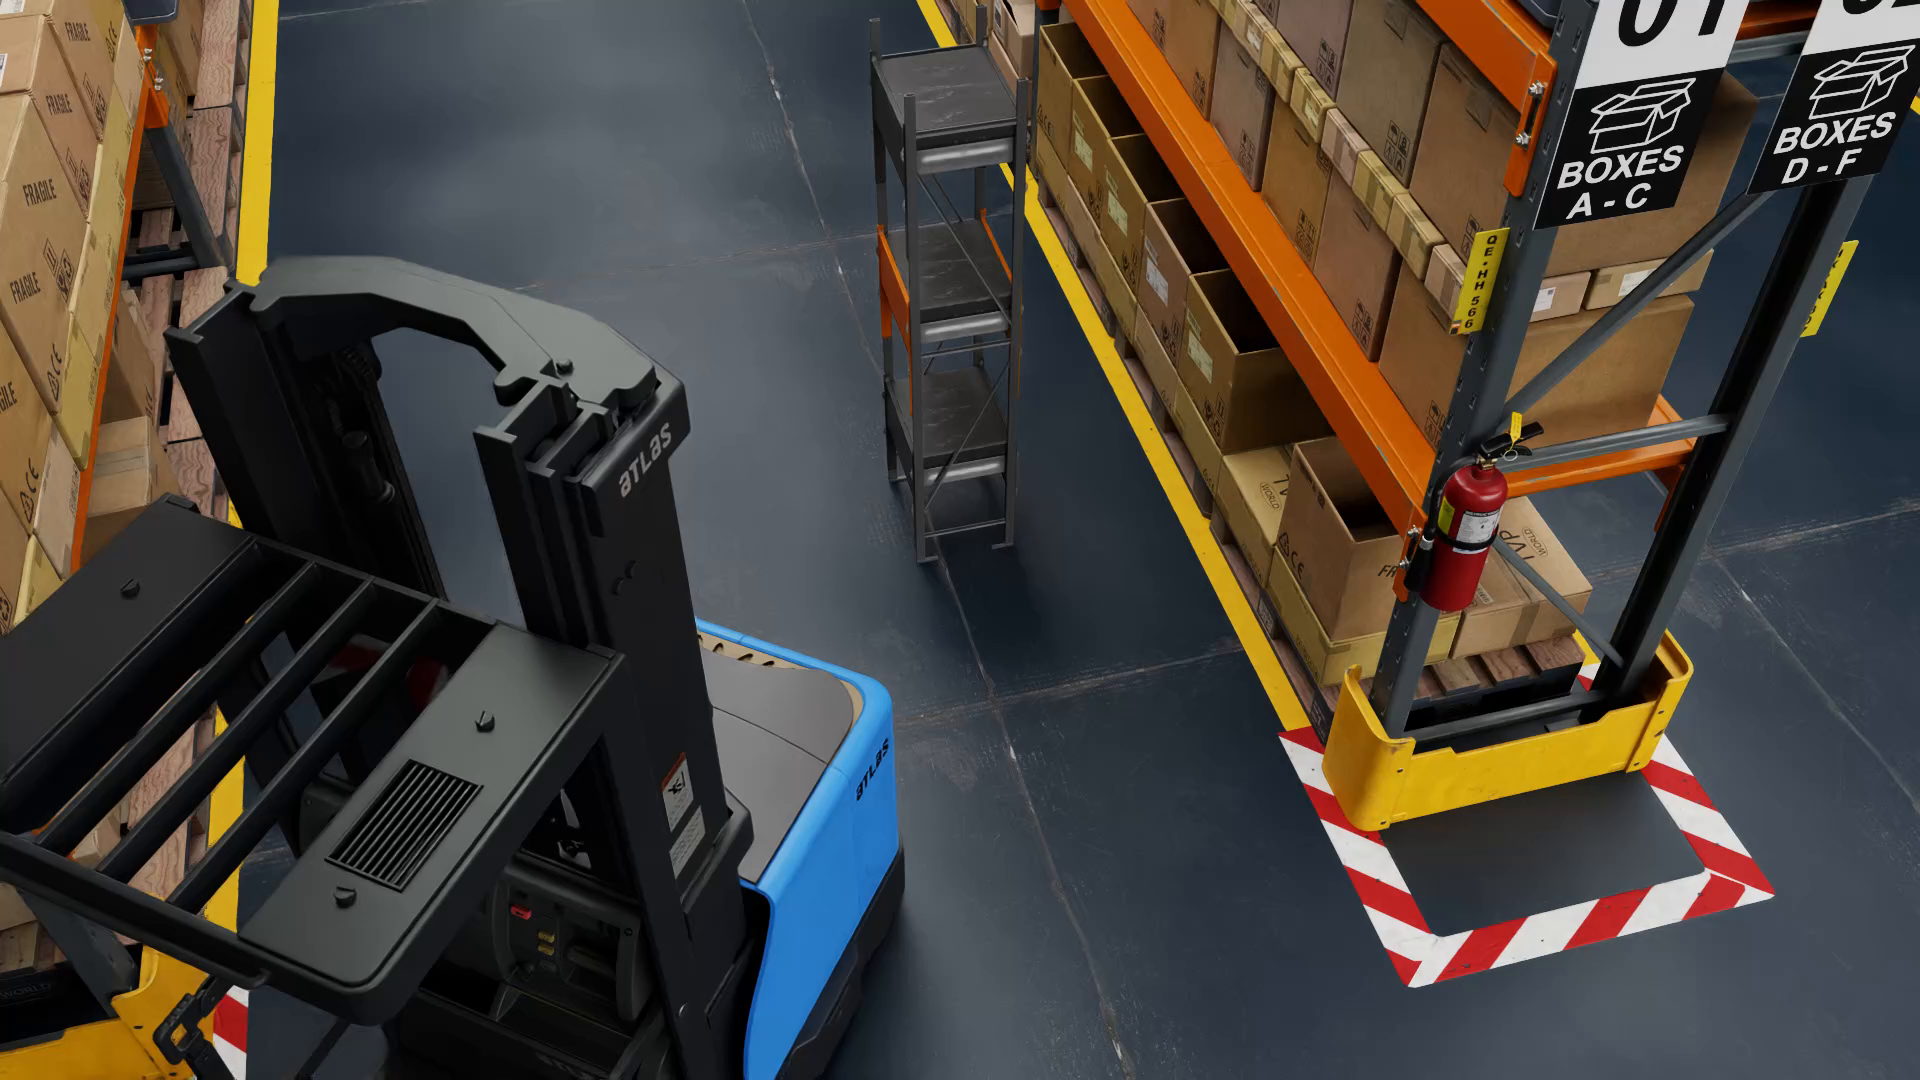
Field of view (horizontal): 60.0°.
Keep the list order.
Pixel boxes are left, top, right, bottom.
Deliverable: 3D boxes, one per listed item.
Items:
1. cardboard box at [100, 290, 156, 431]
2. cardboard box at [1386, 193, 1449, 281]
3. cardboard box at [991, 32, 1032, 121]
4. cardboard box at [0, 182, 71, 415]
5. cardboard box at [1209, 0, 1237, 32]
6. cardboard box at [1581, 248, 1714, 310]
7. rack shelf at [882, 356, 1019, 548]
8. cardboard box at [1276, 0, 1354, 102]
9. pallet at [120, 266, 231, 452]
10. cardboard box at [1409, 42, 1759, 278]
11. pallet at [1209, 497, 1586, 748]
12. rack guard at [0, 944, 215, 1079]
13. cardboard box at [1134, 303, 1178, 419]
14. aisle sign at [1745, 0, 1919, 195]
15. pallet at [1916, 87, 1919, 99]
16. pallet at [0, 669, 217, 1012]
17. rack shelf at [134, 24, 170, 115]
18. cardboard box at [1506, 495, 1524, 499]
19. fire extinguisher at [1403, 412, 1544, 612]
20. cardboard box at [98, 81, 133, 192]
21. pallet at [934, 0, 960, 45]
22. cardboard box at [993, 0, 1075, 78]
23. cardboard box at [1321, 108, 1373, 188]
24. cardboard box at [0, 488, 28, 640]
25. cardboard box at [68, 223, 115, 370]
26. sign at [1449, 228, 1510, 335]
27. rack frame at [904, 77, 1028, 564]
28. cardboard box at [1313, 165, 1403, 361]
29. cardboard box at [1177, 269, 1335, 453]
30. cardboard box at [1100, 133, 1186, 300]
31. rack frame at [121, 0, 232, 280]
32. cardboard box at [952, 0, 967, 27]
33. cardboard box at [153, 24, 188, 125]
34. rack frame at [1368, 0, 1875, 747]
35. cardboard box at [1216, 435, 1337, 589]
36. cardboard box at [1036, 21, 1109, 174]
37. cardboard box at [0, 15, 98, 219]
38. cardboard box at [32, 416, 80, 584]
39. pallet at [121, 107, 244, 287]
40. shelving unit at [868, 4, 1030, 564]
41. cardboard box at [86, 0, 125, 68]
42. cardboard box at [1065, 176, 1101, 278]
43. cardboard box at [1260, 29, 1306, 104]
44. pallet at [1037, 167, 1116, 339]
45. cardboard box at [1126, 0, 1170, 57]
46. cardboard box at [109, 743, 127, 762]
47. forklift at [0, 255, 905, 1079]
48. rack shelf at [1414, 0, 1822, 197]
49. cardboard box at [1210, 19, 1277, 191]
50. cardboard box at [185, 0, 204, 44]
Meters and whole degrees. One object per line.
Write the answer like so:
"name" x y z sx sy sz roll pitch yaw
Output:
"cardboard box" -3.625 -0.695 6.773 0.500 0.500 0.500 -14 47 -13
"cardboard box" 1.532 -0.943 5.050 0.380 0.149 0.250 -10 46 -9
"cardboard box" 0.472 -2.451 8.683 0.500 0.250 0.500 -11 47 -11
"cardboard box" -2.980 -0.666 4.868 0.500 0.500 0.500 -12 47 -12
"cardboard box" 1.140 -2.006 6.091 0.380 0.149 0.250 -11 47 -11
"cardboard box" 1.990 -0.844 4.953 0.380 0.149 0.250 -11 47 -11
"rack shelf" -0.042 -0.350 6.622 0.431 0.518 0.480 -11 47 -10
"cardboard box" 1.492 -1.832 5.467 0.700 0.500 0.500 -11 47 -10
"pallet" -3.723 -0.692 7.280 1.003 0.211 1.213 -11 47 -10
"cardboard box" 1.761 -1.122 4.771 0.700 0.500 0.500 -11 47 -10
"pallet" 1.646 0.184 6.422 1.003 0.211 1.213 -11 47 -10
"rack guard" -2.925 1.459 4.970 1.175 0.500 0.348 -11 47 -10
"cardboard box" 1.064 -0.806 7.071 0.500 0.250 0.500 -11 47 -10
"aisle sign" 2.195 -1.192 3.998 0.394 0.787 0.004 -11 47 -10
"pallet" 5.779 -2.489 9.042 1.003 0.211 1.213 -11 47 -10
"pallet" -3.099 0.993 5.629 1.003 0.211 1.213 -11 47 -10
"rack shelf" -4.442 -3.254 8.342 1.077 0.370 4.000 -11 47 -10
"cardboard box" 1.828 -0.212 6.488 0.500 0.250 0.500 -11 47 -10
"fire extinguisher" 1.463 -0.078 4.780 0.296 0.674 0.183 -11 47 -10
"cardboard box" -3.396 -1.462 6.174 0.500 0.250 0.500 -11 47 -10
"pallet" 0.316 -3.403 9.937 1.003 0.211 1.213 -11 47 -10
"cardboard box" 0.477 -2.641 8.477 0.500 0.311 0.500 -11 47 -10
"cardboard box" 1.404 -1.294 5.393 0.380 0.149 0.250 -10 46 -10
"cardboard box" -2.737 0.035 4.181 0.500 0.500 0.500 -11 47 -10
"cardboard box" -3.122 -0.771 5.496 0.500 0.250 0.500 -10 46 -10
"sign" 1.354 -0.670 4.330 0.100 0.325 0.005 -11 47 -10
"rack frame" 0.020 -0.681 5.947 0.400 2.100 0.015 -11 47 -10
"cardboard box" 1.636 -0.993 5.553 0.700 0.500 0.500 -10 46 -9
"cardboard box" 1.187 -0.722 6.464 0.500 0.500 0.500 -11 47 -10
"cardboard box" 0.930 -1.413 7.140 0.500 0.500 0.500 -11 47 -10
"rack frame" -3.930 -2.125 6.732 1.000 3.000 0.127 -11 47 -10
"cardboard box" 0.213 -3.154 9.372 0.500 0.250 0.500 -10 46 -9
"cardboard box" -4.315 -2.257 8.304 0.700 0.500 0.500 -12 47 -11
"rack frame" 1.882 -0.272 4.916 1.000 3.000 0.127 -11 47 -10
"cardboard box" 1.320 -0.115 6.394 0.500 0.250 0.500 -11 47 -10
"cardboard box" 0.674 -2.103 7.817 0.500 0.500 0.500 -11 47 -10
"cardboard box" -3.258 -1.379 5.567 0.500 0.500 0.500 -12 47 -11
"cardboard box" -2.870 -0.069 4.808 0.500 0.250 0.500 -12 47 -12
"pallet" -4.130 -1.686 8.255 1.003 0.211 1.213 -11 47 -10
"shelving unit" -0.042 -0.849 6.112 0.431 2.100 0.503 -11 47 -10
"cardboard box" -3.510 -2.072 6.246 0.500 0.500 0.500 -11 47 -10
"cardboard box" 0.807 -1.496 7.747 0.500 0.250 0.500 -11 47 -10
"cardboard box" 1.267 -1.656 5.749 0.380 0.149 0.250 -10 46 -9
"pallet" 1.021 -1.501 8.073 1.003 0.211 1.213 -11 47 -10
"cardboard box" 1.119 -2.400 6.932 0.700 0.500 0.500 -11 47 -11
"cardboard box" -3.142 0.536 5.699 0.500 0.311 0.500 -7 46 -7
"forklift" -1.233 0.975 3.742 1.130 2.935 3.031 17 48 16
"rack shelf" 1.370 -2.451 5.455 1.077 0.370 4.000 -11 47 -10
"cardboard box" 1.376 -1.700 6.245 0.700 0.500 0.500 -9 46 -9
"cardboard box" -4.545 -2.963 8.996 0.700 0.500 0.500 -11 47 -11
